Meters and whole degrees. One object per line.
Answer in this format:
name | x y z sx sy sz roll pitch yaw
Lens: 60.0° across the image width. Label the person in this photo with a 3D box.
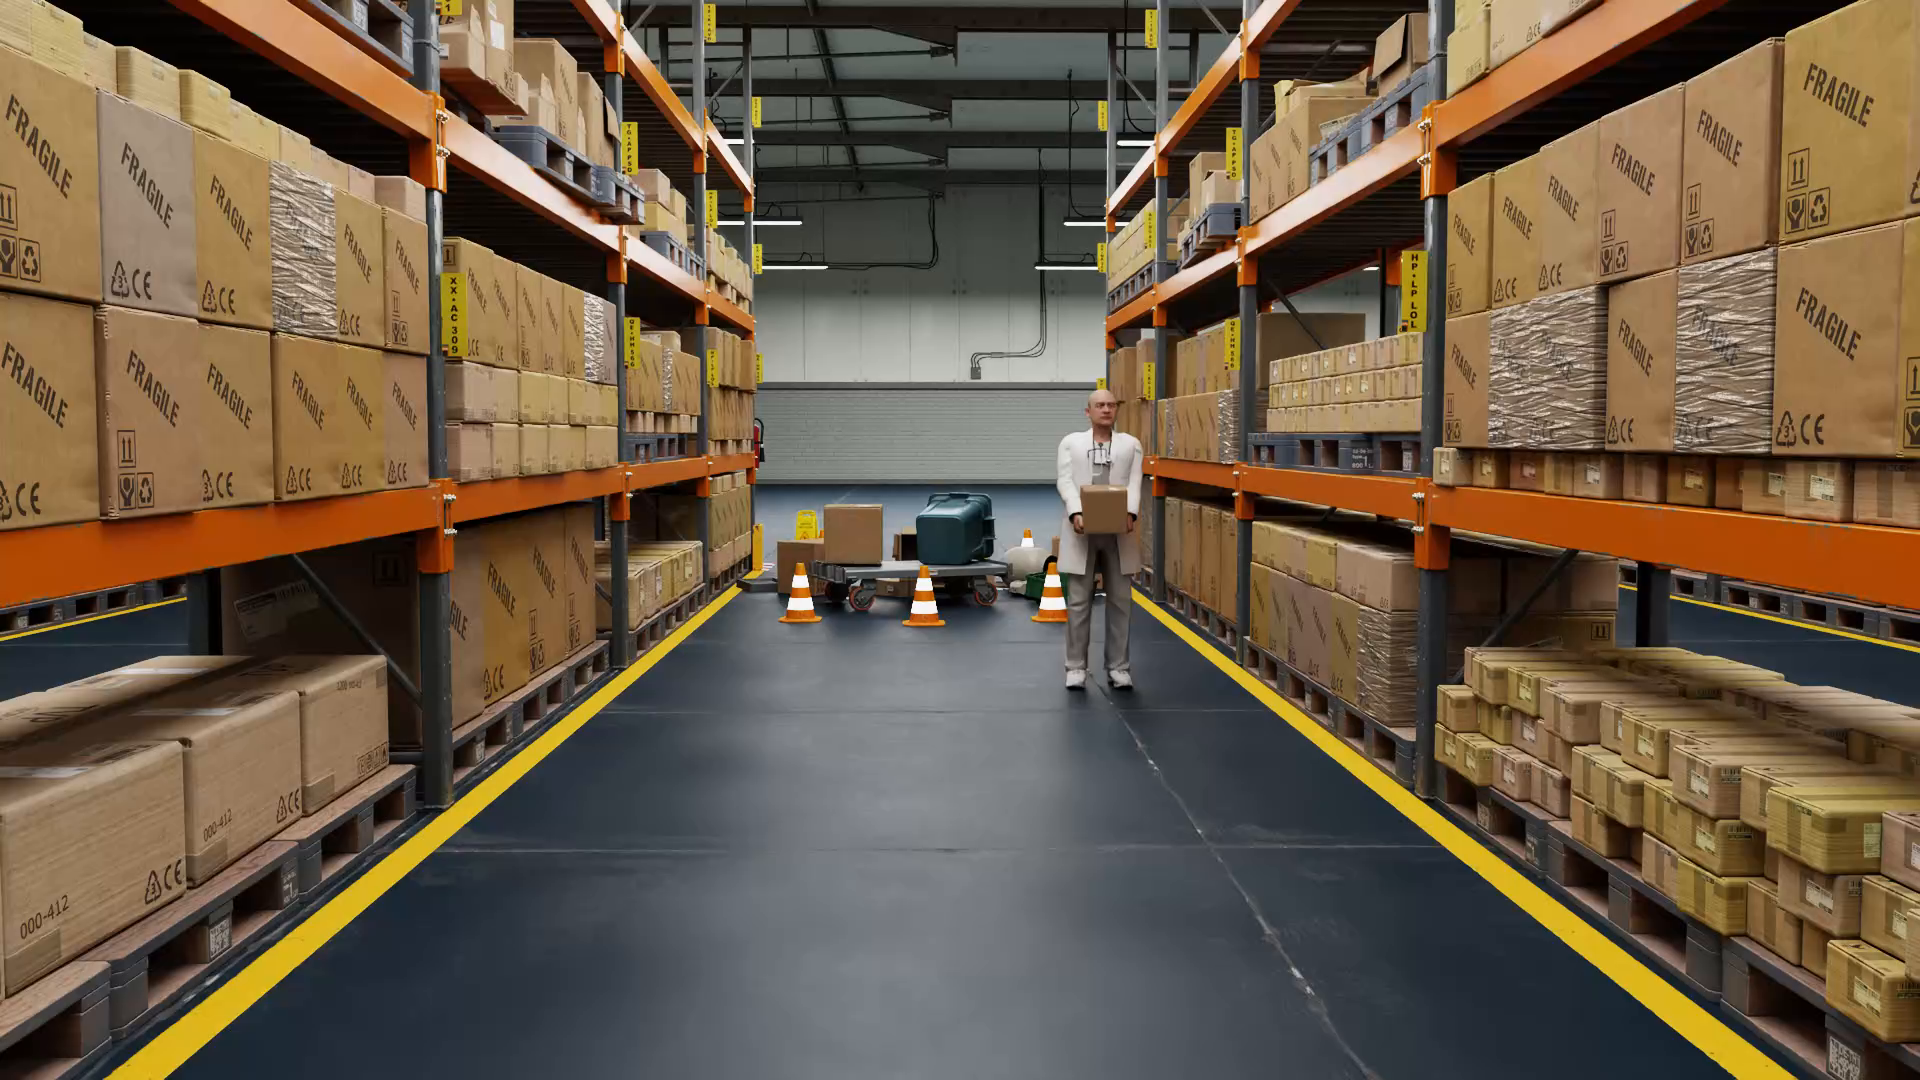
person | 0.837 -0.006 9.833 0.531 1.769 0.554 0 4 -1
